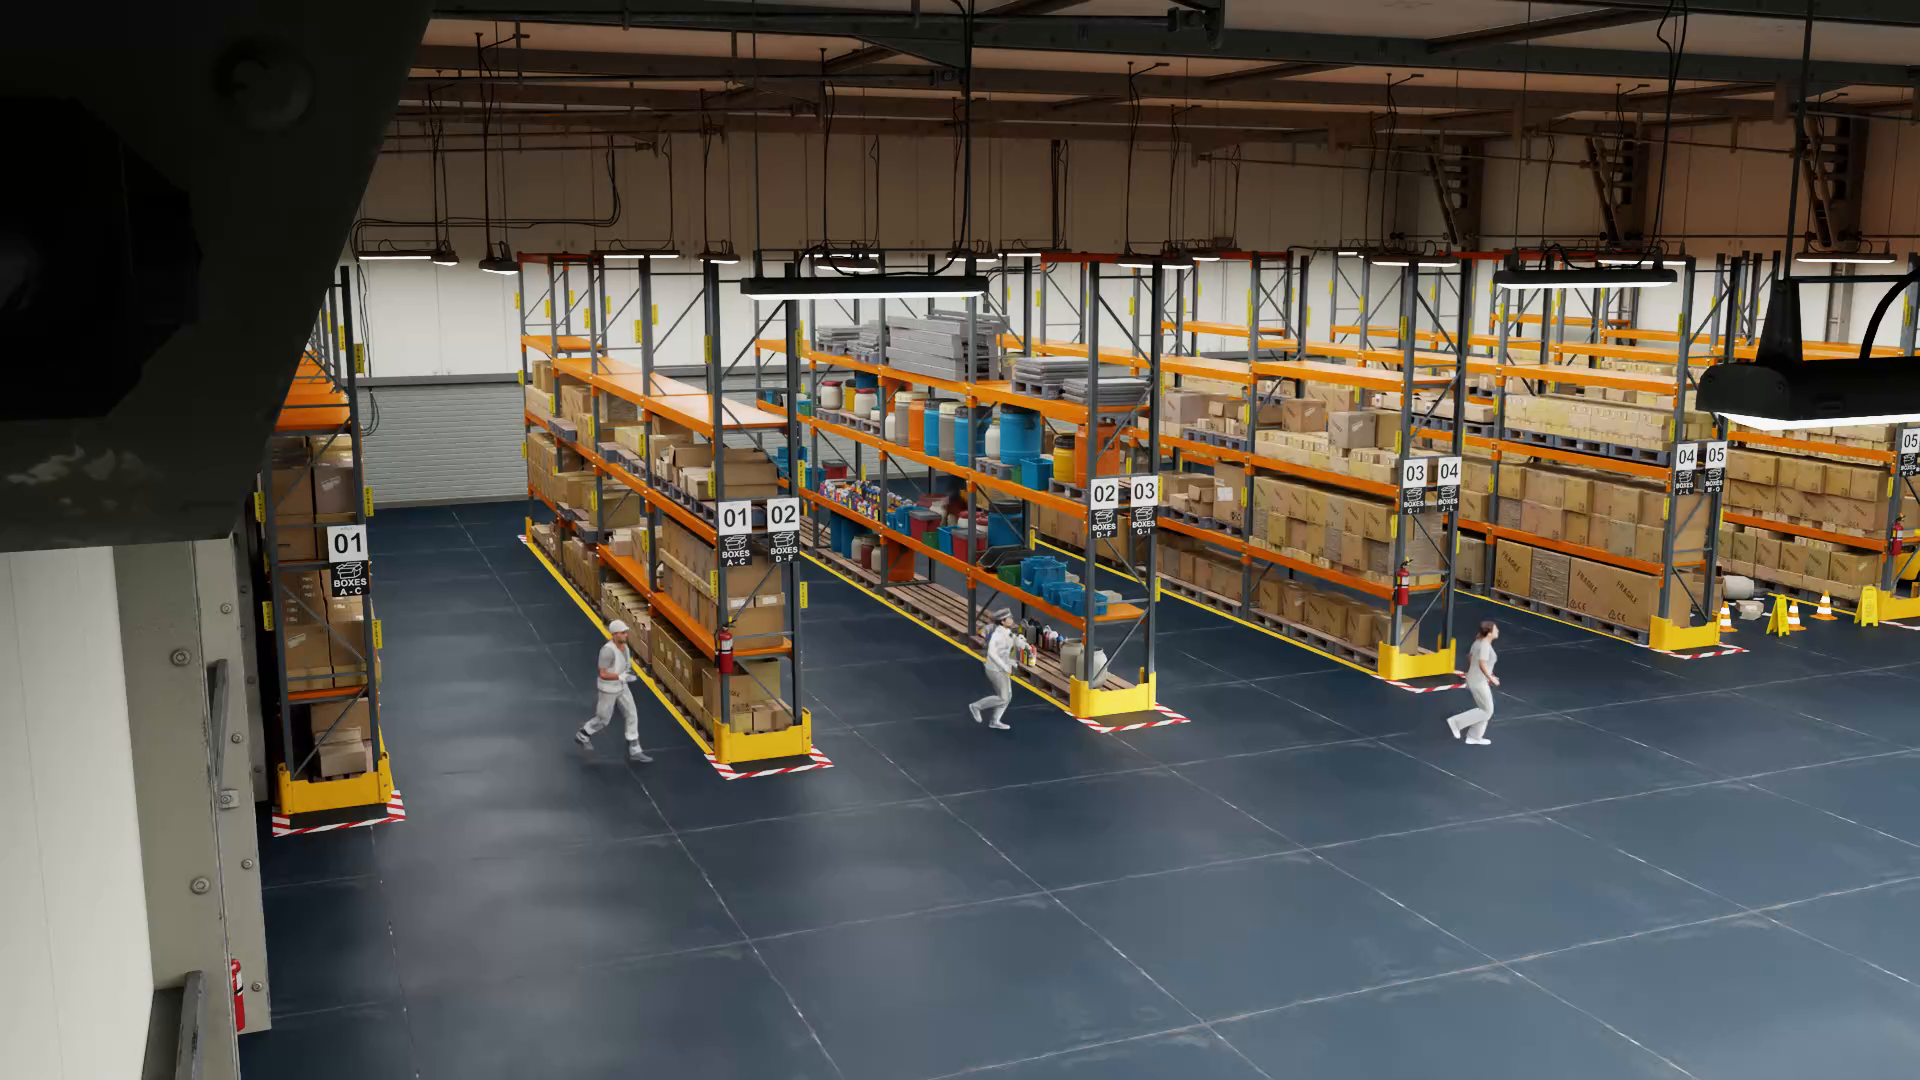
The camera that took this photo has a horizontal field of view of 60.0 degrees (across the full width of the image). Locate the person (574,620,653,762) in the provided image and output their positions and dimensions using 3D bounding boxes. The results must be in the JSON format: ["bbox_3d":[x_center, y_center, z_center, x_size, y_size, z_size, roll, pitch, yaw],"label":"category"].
[{"bbox_3d":[-4.231,1.810,20.125,1.048,1.756,0.641,5,12,26],"label":"person"}]

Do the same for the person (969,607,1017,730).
[{"bbox_3d":[0.421,1.659,21.524,0.588,1.624,0.615,3,11,13],"label":"person"}]

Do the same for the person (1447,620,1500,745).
[{"bbox_3d":[6.439,1.789,20.859,0.612,1.605,0.564,1,10,5],"label":"person"}]
